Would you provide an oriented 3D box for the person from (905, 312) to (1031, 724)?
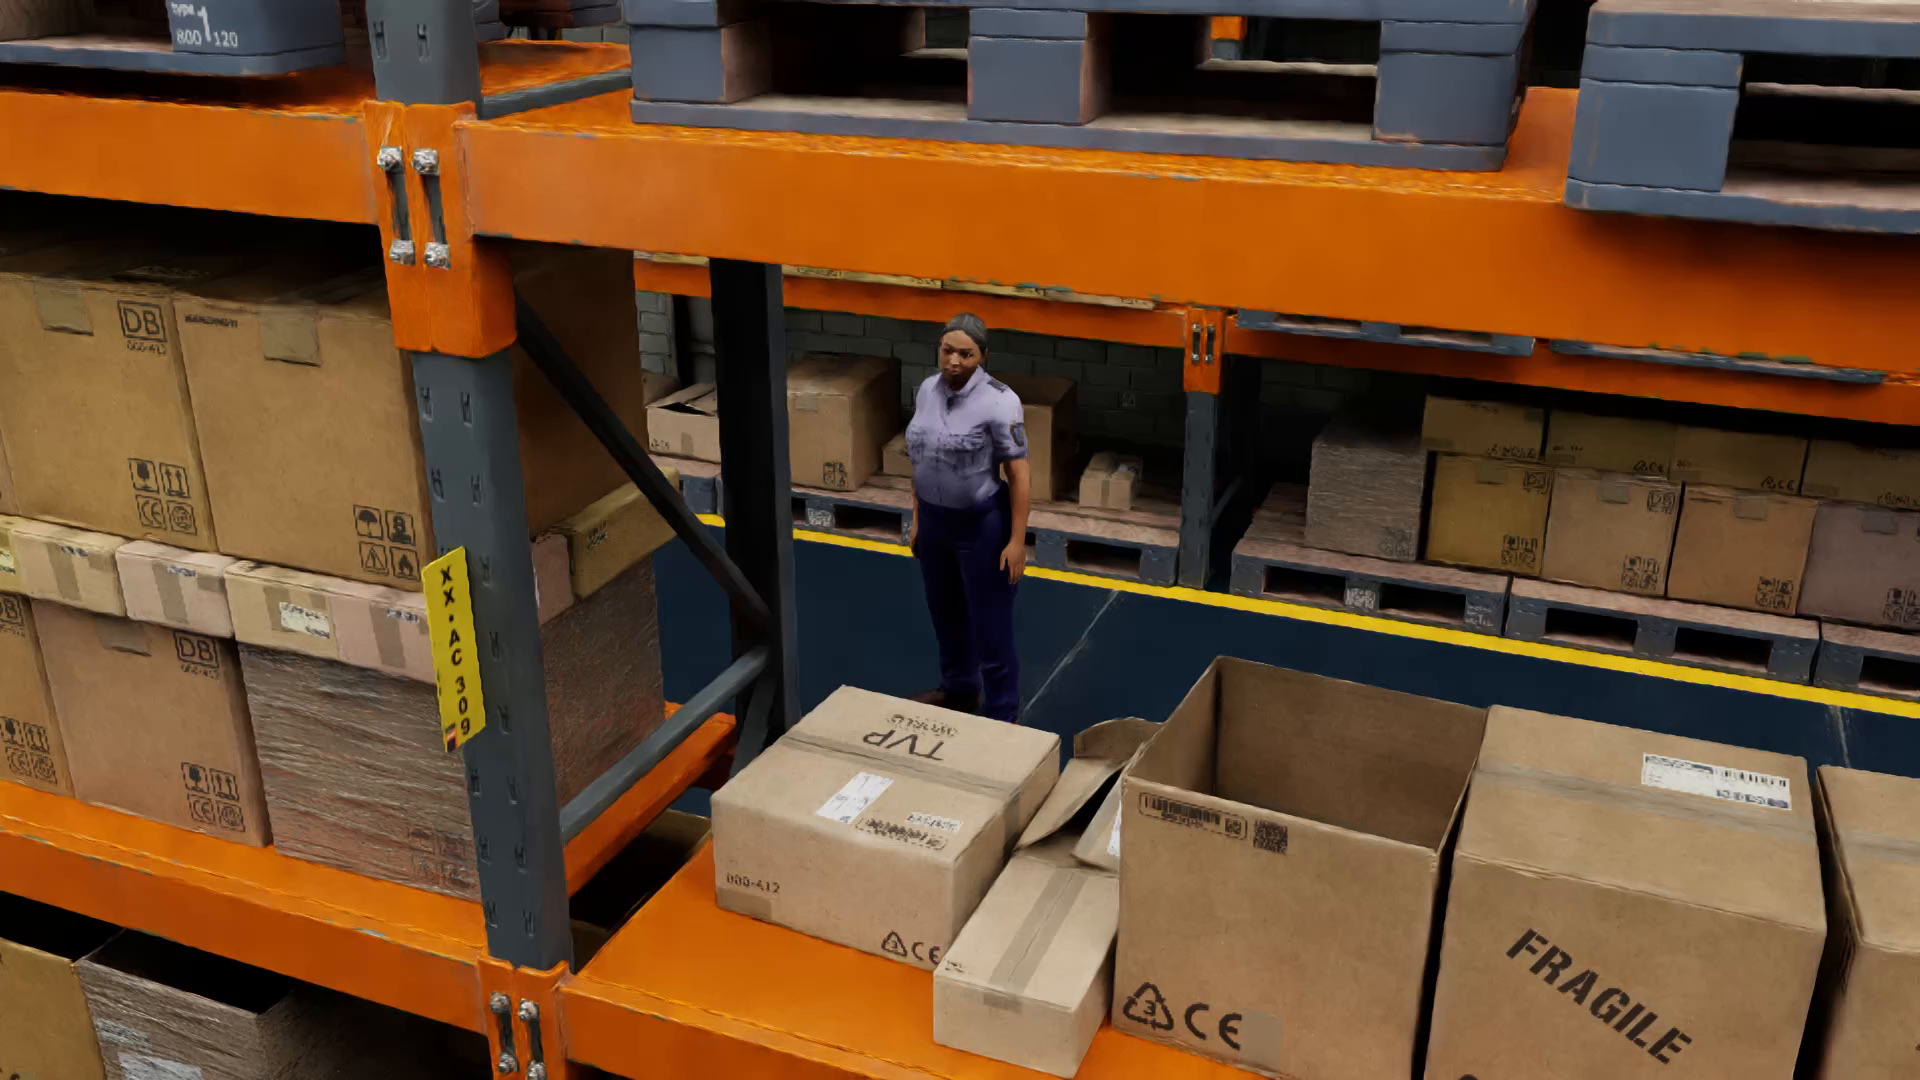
[{"bbox_3d":[0.017,-0.028,6.134,0.602,1.641,0.374,20,30,40],"label":"person"}]
